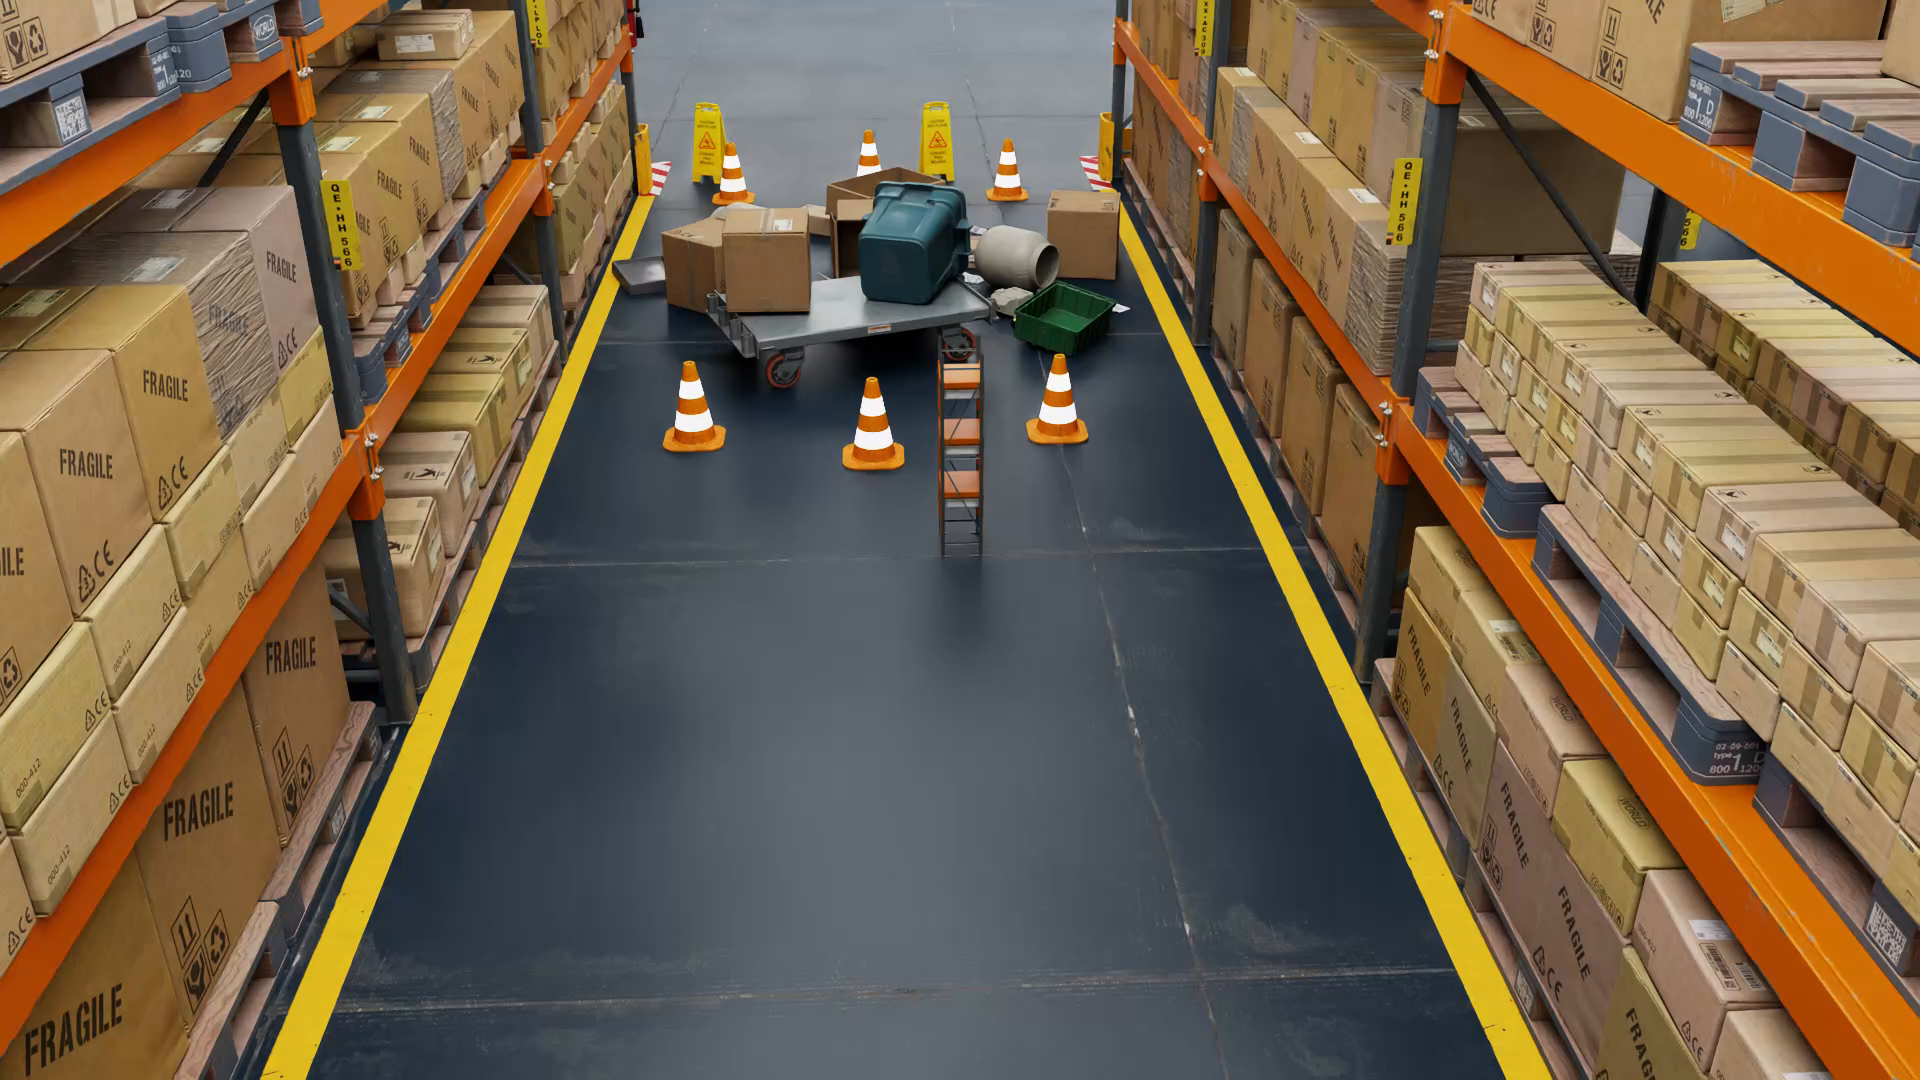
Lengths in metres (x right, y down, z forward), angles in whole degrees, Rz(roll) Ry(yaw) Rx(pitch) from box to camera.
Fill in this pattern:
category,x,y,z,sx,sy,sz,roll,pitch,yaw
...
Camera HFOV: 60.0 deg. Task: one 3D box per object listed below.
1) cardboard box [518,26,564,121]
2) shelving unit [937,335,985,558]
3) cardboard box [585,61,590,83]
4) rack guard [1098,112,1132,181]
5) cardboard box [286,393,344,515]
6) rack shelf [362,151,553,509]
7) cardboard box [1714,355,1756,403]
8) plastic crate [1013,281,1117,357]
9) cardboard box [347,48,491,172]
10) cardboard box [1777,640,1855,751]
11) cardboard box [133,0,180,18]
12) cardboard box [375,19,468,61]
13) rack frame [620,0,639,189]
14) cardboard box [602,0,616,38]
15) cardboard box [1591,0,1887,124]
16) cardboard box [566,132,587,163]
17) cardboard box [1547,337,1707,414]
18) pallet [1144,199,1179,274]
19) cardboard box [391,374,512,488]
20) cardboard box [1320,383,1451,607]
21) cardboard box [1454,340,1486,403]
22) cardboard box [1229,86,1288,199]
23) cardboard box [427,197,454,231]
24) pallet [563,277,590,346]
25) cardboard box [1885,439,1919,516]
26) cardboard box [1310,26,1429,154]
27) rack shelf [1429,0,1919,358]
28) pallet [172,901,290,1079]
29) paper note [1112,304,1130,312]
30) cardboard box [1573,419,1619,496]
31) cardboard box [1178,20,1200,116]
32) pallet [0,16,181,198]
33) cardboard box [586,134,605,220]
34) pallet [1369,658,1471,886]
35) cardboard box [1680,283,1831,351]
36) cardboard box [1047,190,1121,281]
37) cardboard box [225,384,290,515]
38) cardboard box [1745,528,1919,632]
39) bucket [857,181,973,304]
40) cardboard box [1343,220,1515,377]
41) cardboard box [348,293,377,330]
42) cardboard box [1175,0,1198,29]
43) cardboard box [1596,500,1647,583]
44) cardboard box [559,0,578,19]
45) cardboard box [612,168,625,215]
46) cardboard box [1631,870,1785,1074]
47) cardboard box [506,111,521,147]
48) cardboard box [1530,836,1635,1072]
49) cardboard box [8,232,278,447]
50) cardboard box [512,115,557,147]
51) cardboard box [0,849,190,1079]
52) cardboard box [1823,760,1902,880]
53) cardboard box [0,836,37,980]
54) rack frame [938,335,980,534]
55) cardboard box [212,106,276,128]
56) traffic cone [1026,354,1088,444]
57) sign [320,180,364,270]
category,x,y,z,sx,sy,sz,roll,pitch,yaw
cardboard box,-2.696,-2.818,9.980,0.500,0.500,0.500,-1,28,-3
shelving unit,0.003,-0.441,7.960,0.215,1.050,0.252,-1,28,-3
cardboard box,-2.746,-3.181,11.376,0.380,0.149,0.250,-1,28,-3
rack guard,1.777,-3.348,14.129,1.175,0.500,0.348,-1,28,-3
cardboard box,-2.456,-0.291,5.726,0.500,0.250,0.500,-2,28,-4
rack shelf,-2.846,-1.189,8.065,1.077,0.370,4.000,-1,28,-3
cardboard box,2.708,-0.496,5.453,0.380,0.149,0.250,-1,28,-1
plastic crate,0.670,-1.426,10.718,0.450,0.188,0.662,22,34,18
cardboard box,-2.650,-2.119,8.186,0.500,0.500,0.500,0,28,-1
cardboard box,2.143,0.348,3.835,0.380,0.149,0.250,-2,28,-4
cardboard box,-2.501,-1.693,4.446,0.700,0.500,0.500,-3,28,-5
cardboard box,-2.614,-2.430,8.081,0.380,0.149,0.250,-3,28,-5
rack frame,-3.160,-4.279,13.211,1.000,3.000,0.127,-1,28,-3
cardboard box,-2.835,-3.980,12.208,0.500,0.500,0.500,-1,28,-3
cardboard box,2.025,-1.394,4.327,0.500,0.500,0.500,-1,28,-3
cardboard box,-2.687,-2.595,10.988,0.380,0.149,0.250,0,28,-1
cardboard box,2.065,-0.512,5.162,0.380,0.149,0.250,-3,28,-5
pallet,1.959,-2.280,12.393,1.003,0.211,1.213,-1,28,-3
cardboard box,-2.842,-0.558,8.464,0.950,0.372,0.625,0,28,-1
cardboard box,2.254,-0.223,7.413,1.050,0.750,0.750,-2,28,-3
cardboard box,2.018,-0.614,6.002,0.380,0.149,0.250,-2,28,-3
cardboard box,1.773,-2.160,9.040,0.500,0.500,0.500,-1,28,-2
cardboard box,-2.609,-1.562,7.818,0.380,0.149,0.250,-1,28,-1
pallet,-3.021,-1.505,10.907,1.003,0.211,1.213,-1,28,-3
cardboard box,2.757,-0.157,4.481,0.380,0.149,0.250,-1,28,-1
cardboard box,2.099,-2.153,7.944,0.700,0.500,0.500,-2,28,-3
rack shelf,2.300,-0.838,4.148,1.077,0.370,4.000,-1,28,-3
pallet,-2.715,1.580,4.993,1.003,0.211,1.213,-1,28,-3
paper note,1.048,-1.571,11.228,0.147,0.020,0.142,-23,35,-37
cardboard box,2.080,-0.250,4.981,0.380,0.149,0.250,-1,28,-3
cardboard box,1.905,-3.088,10.765,0.875,0.550,0.550,-1,28,-3
pallet,-2.594,-1.019,3.920,1.003,0.211,1.213,0,28,0
cardboard box,-2.777,-2.497,11.502,0.500,0.500,0.500,0,28,0
pallet,2.235,0.846,6.399,1.003,0.211,1.213,-1,28,-3
cardboard box,2.690,-0.758,5.634,0.380,0.149,0.250,-2,28,-3
cardboard box,0.881,-2.183,11.892,0.500,0.500,0.500,3,28,6
cardboard box,-2.433,-0.286,5.176,0.500,0.250,0.500,-2,28,-4
cardboard box,2.139,0.099,3.991,0.380,0.149,0.250,-2,28,-4
bucket,-0.322,-1.828,10.407,0.726,0.611,0.620,8,39,15
cardboard box,1.904,-0.997,6.809,0.500,0.500,0.500,-1,28,-3
cardboard box,-2.555,-0.946,6.637,0.380,0.149,0.250,-3,28,-6
cardboard box,1.857,-3.566,10.513,0.875,0.550,0.550,-1,28,-3
cardboard box,2.089,-0.002,4.828,0.380,0.149,0.250,-1,28,-2
cardboard box,-2.762,-3.496,10.199,0.700,0.500,0.500,-1,28,-2
cardboard box,-2.830,-2.640,12.587,0.500,0.250,0.500,-1,28,-2
cardboard box,2.100,1.110,4.315,0.500,0.250,0.500,0,28,0
cardboard box,-2.648,-2.276,9.187,0.380,0.149,0.250,-1,28,-2
cardboard box,2.066,1.209,4.938,0.500,0.500,0.500,-2,28,-4
cardboard box,-2.419,-0.603,4.974,0.500,0.500,0.500,-1,28,-2
cardboard box,-2.647,-2.474,10.021,0.380,0.149,0.250,-2,28,-3
cardboard box,-2.700,1.317,4.325,0.875,0.875,0.875,-1,28,-1
cardboard box,2.161,0.608,3.659,0.380,0.149,0.250,-1,28,-3
cardboard box,-2.321,0.880,3.480,0.500,0.250,0.500,-2,28,-4
rack frame,-0.004,-0.497,8.068,0.200,1.050,0.008,-1,28,-3
cardboard box,-3.109,-1.622,7.232,0.500,0.500,0.500,-3,28,-6
traffic cone,0.549,-0.818,9.317,0.336,0.463,0.334,-1,28,-3
sign,-2.188,-1.113,5.888,0.100,0.325,0.005,-1,28,-3
